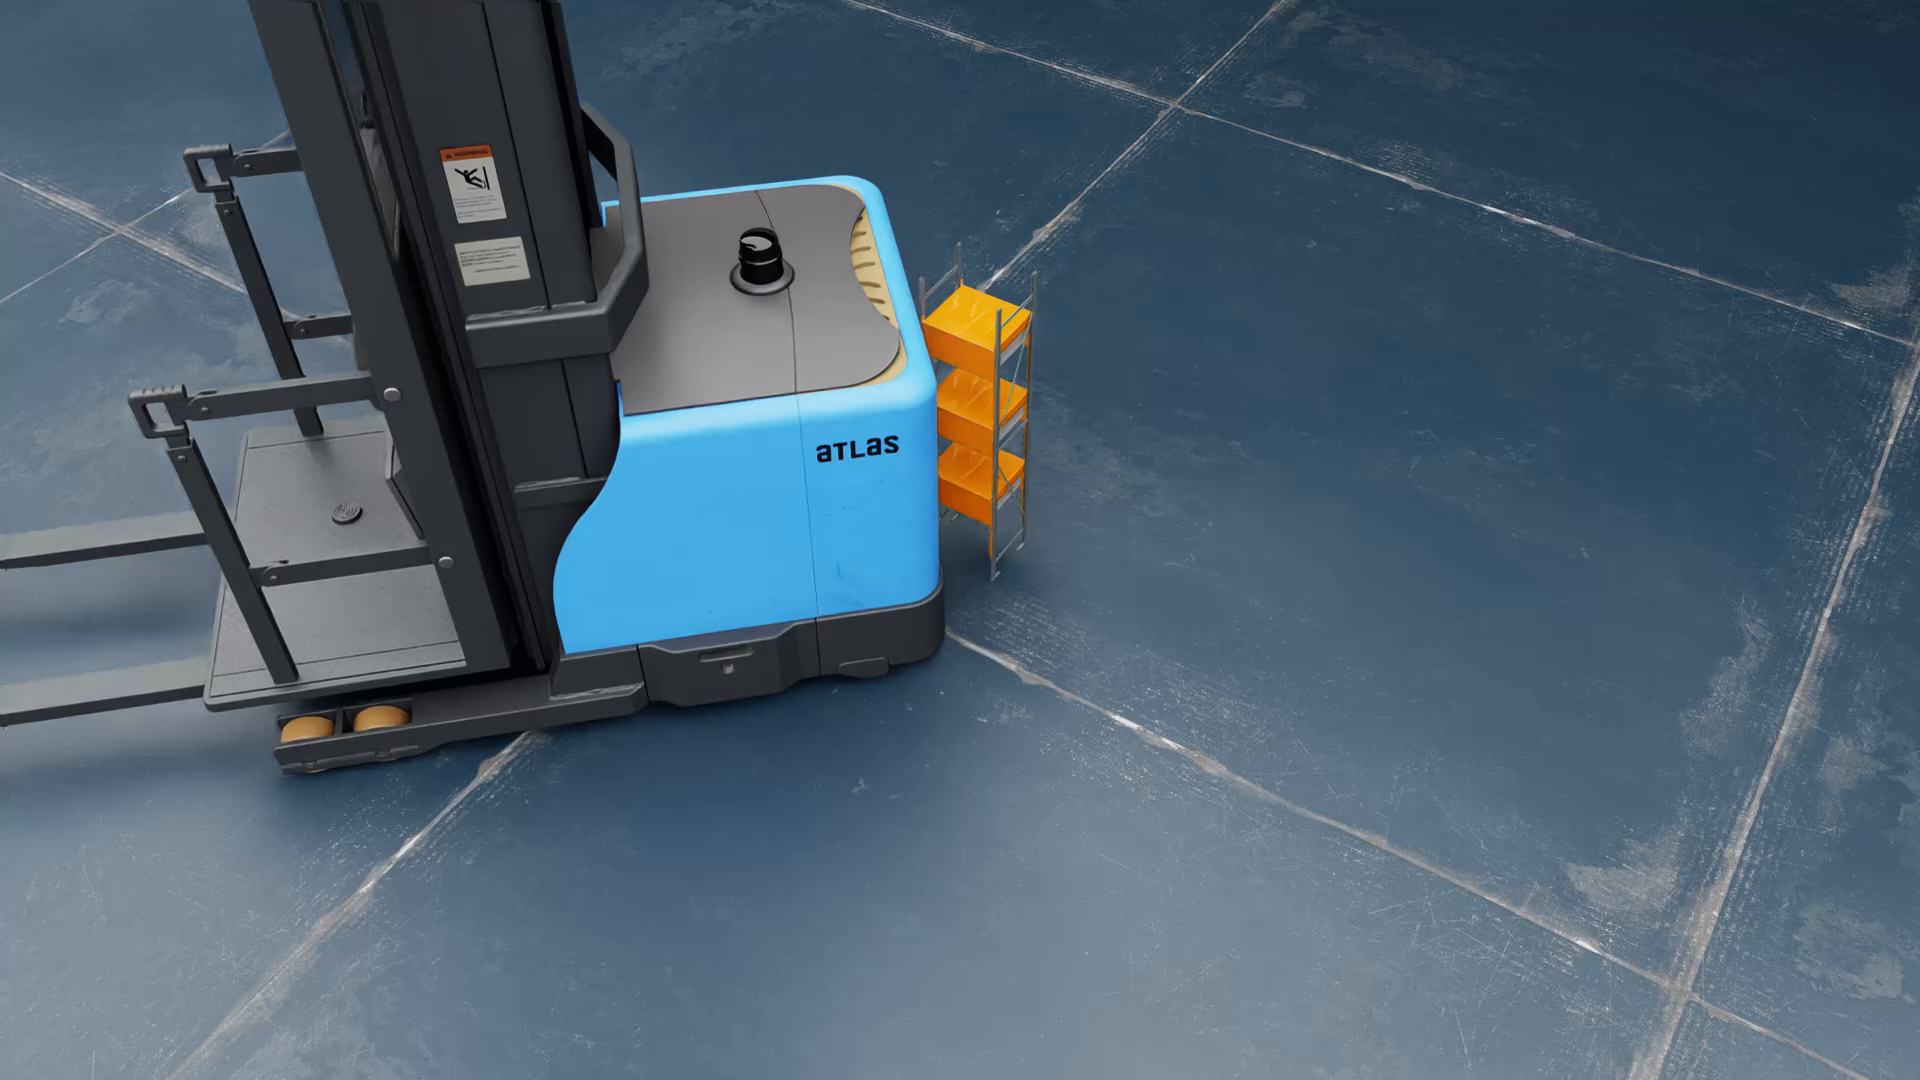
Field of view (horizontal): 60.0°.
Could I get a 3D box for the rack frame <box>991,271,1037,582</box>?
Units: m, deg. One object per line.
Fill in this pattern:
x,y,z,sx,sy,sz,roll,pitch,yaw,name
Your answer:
0.152,-0.299,4.808,0.008,1.050,0.200,25,51,22,rack frame

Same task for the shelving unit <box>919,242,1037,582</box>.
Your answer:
0.049,-0.346,4.854,0.252,1.050,0.215,25,51,22,shelving unit

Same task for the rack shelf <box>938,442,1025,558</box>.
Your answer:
0.049,-0.145,5.061,0.240,0.259,0.215,25,51,22,rack shelf

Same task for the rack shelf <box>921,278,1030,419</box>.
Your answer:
0.049,-0.536,4.658,0.240,0.259,0.215,25,51,22,rack shelf

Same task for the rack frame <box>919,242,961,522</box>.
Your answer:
-0.054,-0.393,4.900,0.008,1.050,0.200,25,51,22,rack frame

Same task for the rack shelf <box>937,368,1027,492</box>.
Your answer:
0.049,-0.338,4.862,0.240,0.259,0.215,25,51,22,rack shelf

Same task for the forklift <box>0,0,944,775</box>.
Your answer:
-1.615,-0.790,3.974,3.031,2.935,1.130,-8,46,-8,forklift
